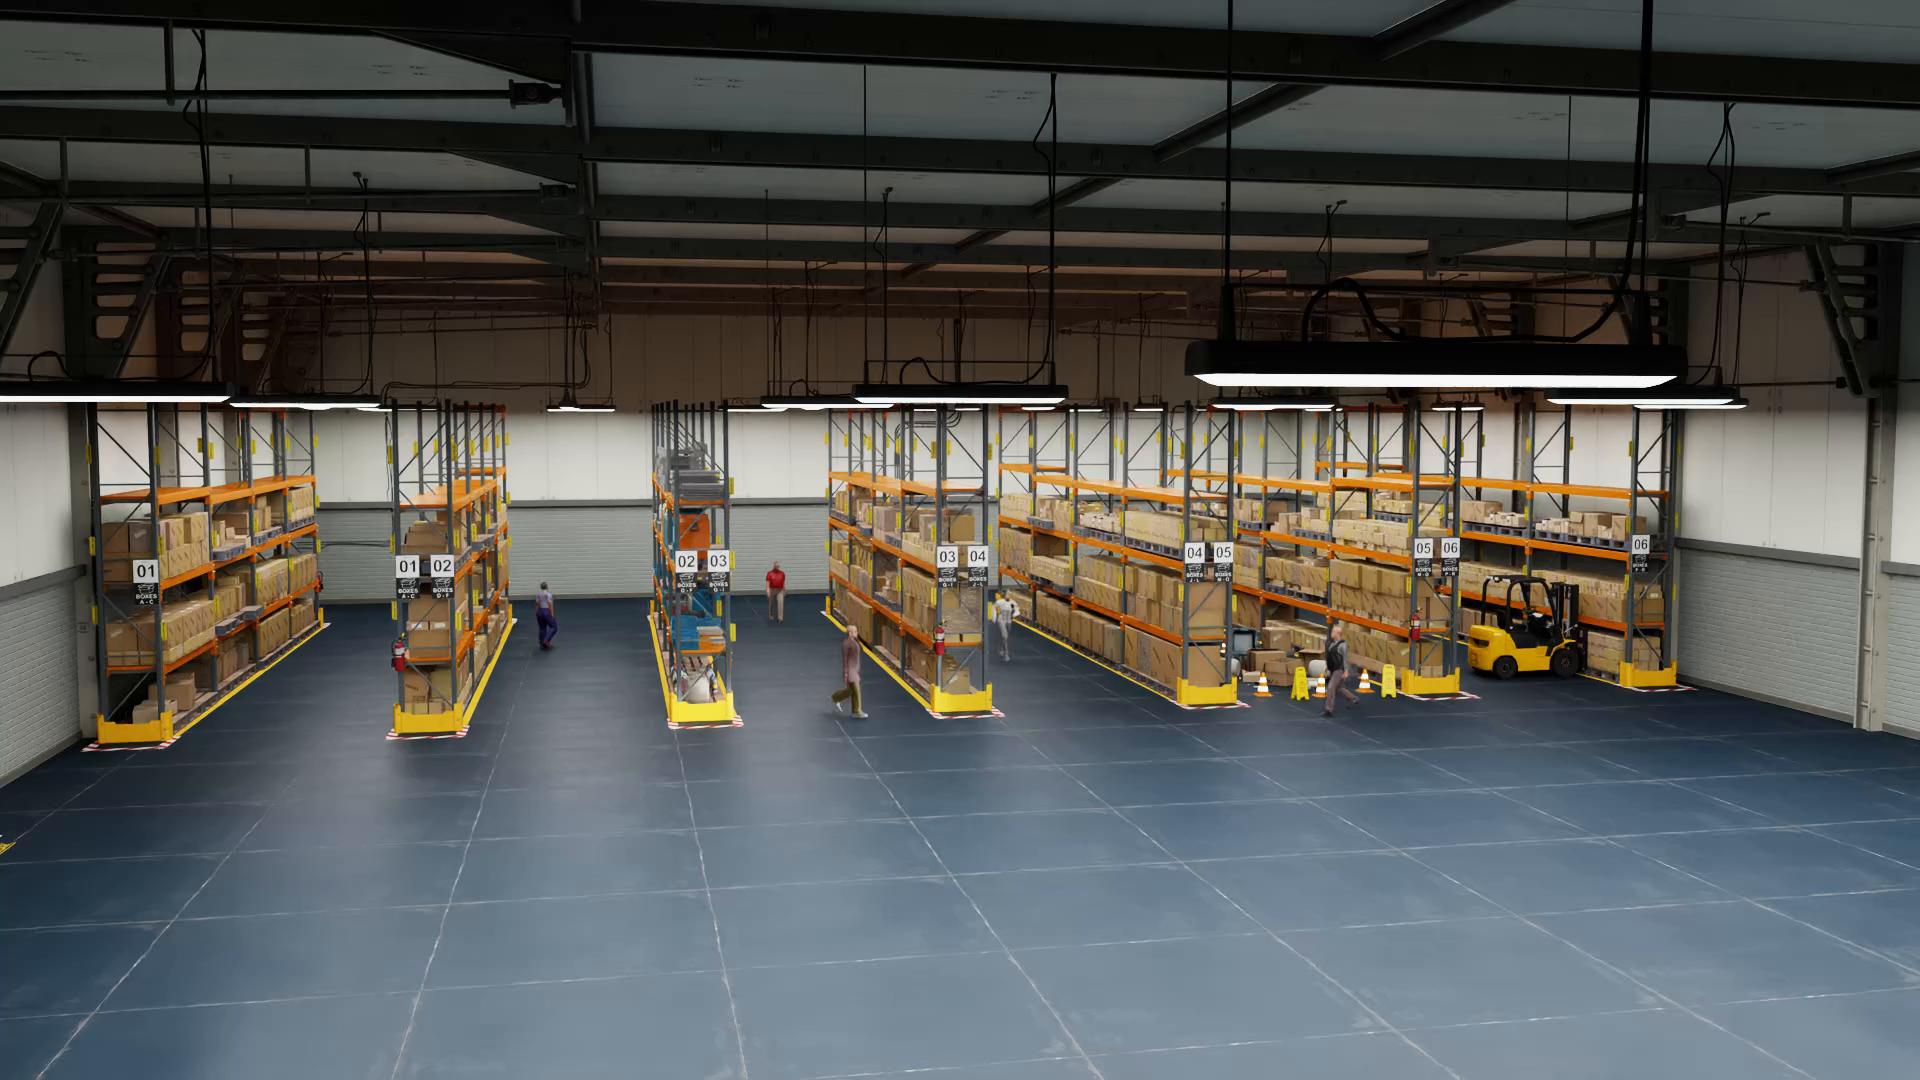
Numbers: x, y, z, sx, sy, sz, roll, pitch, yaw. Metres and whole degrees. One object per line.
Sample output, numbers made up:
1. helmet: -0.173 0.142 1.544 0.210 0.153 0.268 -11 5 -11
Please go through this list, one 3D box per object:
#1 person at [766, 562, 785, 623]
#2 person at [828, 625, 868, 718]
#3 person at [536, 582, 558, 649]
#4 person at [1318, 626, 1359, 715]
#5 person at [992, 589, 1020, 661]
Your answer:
1. person: -5.061 1.432 45.750 0.577 1.664 1.099 -1 4 -15
2. person: -2.110 2.470 31.513 0.984 1.740 0.592 2 5 29
3. person: -10.149 1.846 40.602 0.532 1.648 0.466 2 5 26
4. person: 7.232 2.484 31.736 0.964 1.690 0.557 -1 5 -19
5. person: 1.054 1.958 39.073 0.564 1.688 0.926 -2 5 -22
